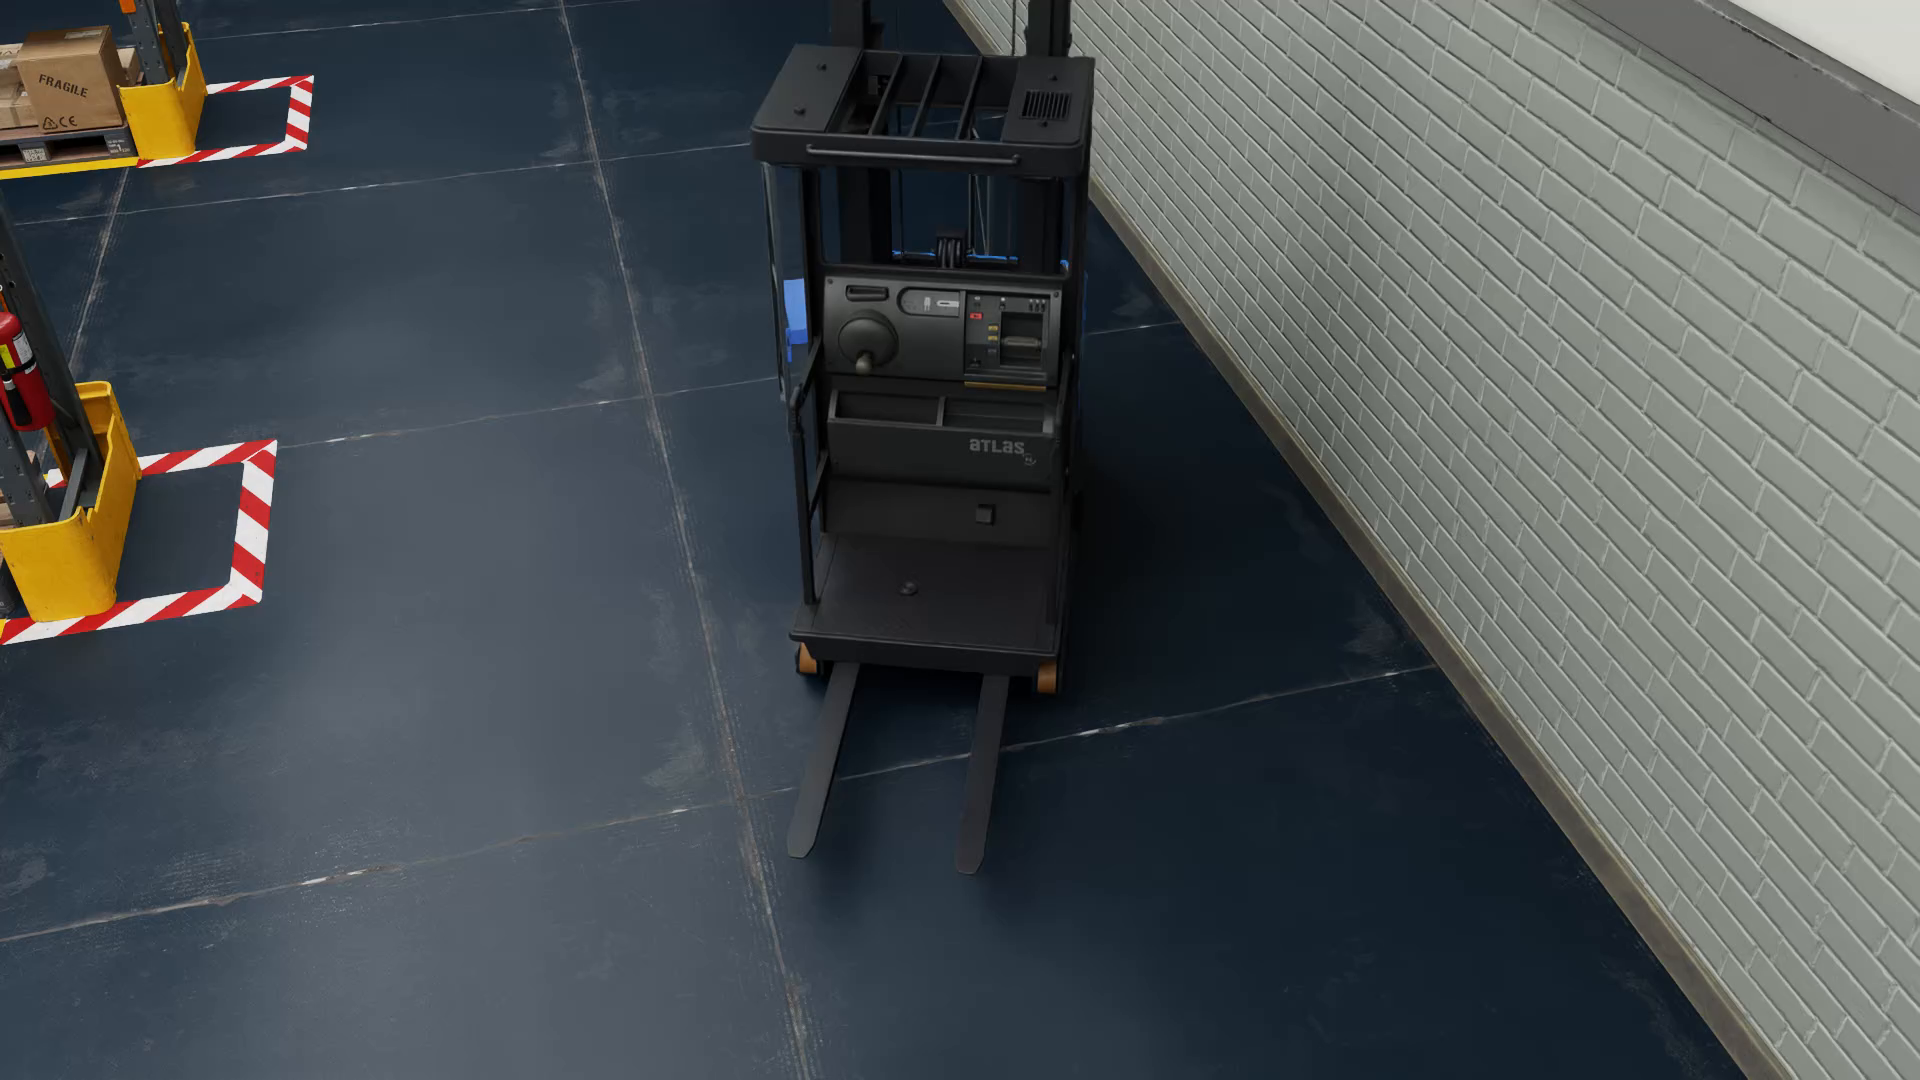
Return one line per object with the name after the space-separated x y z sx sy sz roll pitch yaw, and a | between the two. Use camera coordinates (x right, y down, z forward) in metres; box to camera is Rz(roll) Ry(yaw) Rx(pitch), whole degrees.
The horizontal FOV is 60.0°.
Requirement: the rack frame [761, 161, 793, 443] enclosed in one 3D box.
-0.893 -1.235 8.129 0.032 1.500 0.500 -7 38 -8 | rack frame

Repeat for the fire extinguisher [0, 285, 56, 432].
-3.810 -0.757 6.641 0.183 0.674 0.296 -9 38 -12 | fire extinguisher

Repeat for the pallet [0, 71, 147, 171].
-6.205 -2.838 11.286 1.213 0.211 1.003 -9 38 -12 | pallet

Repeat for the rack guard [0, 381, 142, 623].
-4.054 -0.197 7.596 0.348 0.500 1.175 -9 38 -12 | rack guard

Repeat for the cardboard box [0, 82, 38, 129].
-6.237 -2.892 11.031 0.250 0.166 0.380 -9 38 -12 | cardboard box

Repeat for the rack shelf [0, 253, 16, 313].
-6.005 -0.576 6.626 4.000 0.370 1.077 -9 38 -12 | rack shelf

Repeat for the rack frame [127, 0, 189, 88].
-5.362 -4.084 10.621 0.127 3.000 1.000 -9 38 -12 | rack frame

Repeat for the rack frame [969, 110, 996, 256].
0.106 -1.349 8.279 0.032 1.500 0.500 -7 38 -8 | rack frame

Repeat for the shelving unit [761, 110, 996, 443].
-0.393 -1.292 8.204 1.048 1.500 0.538 -7 38 -8 | shelving unit

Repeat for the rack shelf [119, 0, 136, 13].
-7.293 -3.482 10.425 4.000 0.370 1.077 -9 38 -12 | rack shelf

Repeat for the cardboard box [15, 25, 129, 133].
-5.823 -3.036 10.945 0.500 0.500 0.500 -9 38 -12 | cardboard box

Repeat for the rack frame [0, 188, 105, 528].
-4.074 -1.178 6.822 0.127 3.000 1.000 -9 38 -12 | rack frame

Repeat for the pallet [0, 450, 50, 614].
-4.880 0.037 7.528 1.213 0.211 1.003 -9 38 -12 | pallet

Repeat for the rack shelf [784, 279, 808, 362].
-0.393 -1.149 8.314 1.000 0.185 0.538 -7 38 -8 | rack shelf

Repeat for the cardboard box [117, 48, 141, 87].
-5.856 -3.262 11.530 0.250 0.149 0.380 -9 38 -12 | cardboard box

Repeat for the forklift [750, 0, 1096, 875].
-0.094 -0.750 6.318 1.130 2.935 3.031 4 38 6 | forklift

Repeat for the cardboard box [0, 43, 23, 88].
-6.444 -3.168 11.324 0.500 0.250 0.500 -9 38 -12 | cardboard box

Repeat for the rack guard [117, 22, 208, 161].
-5.435 -3.080 11.364 0.348 0.500 1.175 -9 38 -12 | rack guard
